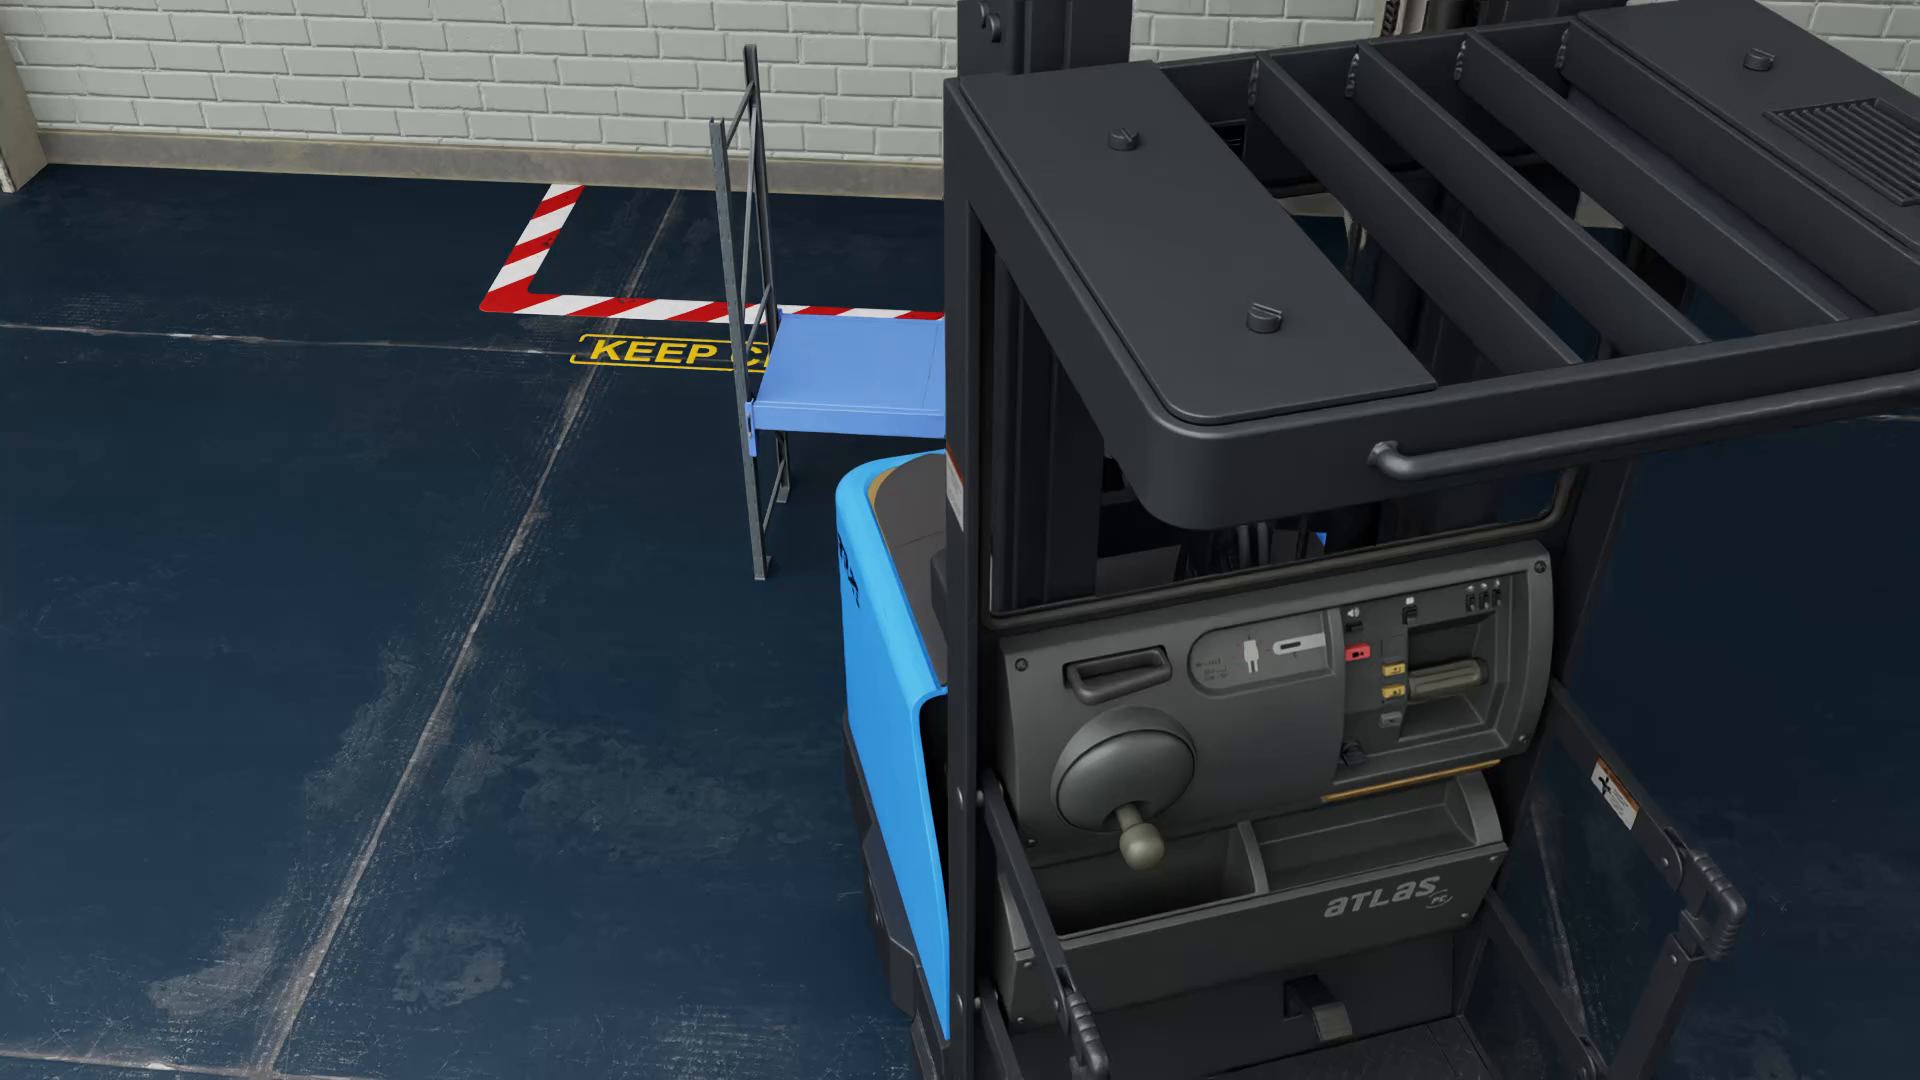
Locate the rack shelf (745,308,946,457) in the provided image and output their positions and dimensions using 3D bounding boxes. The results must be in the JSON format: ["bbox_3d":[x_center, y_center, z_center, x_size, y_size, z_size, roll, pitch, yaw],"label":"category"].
[{"bbox_3d":[-0.085,-0.447,4.896,1.000,0.185,0.538,3,39,4],"label":"rack shelf"}]

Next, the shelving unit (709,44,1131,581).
[{"bbox_3d":[-0.085,-0.586,4.782,1.048,1.500,0.538,3,39,4],"label":"shelving unit"}]

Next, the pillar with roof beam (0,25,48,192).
[{"bbox_3d":[-4.570,-2.367,1.030,0.400,9.000,9.100,3,39,4],"label":"pillar with roof beam"}]

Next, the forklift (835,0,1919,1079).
[{"bbox_3d":[0.582,0.342,2.508,1.130,2.935,3.031,-10,40,-12],"label":"forklift"}]

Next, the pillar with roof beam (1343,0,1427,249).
[{"bbox_3d":[1.408,-2.040,0.628,0.400,9.000,9.100,3,39,4],"label":"pillar with roof beam"}]

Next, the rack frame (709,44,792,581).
[{"bbox_3d":[-0.591,-0.614,4.816,0.032,1.500,0.500,3,39,4],"label":"rack frame"}]

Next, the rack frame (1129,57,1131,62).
[{"bbox_3d":[0.421,-0.559,4.748,0.032,1.500,0.500,3,39,4],"label":"rack frame"}]
